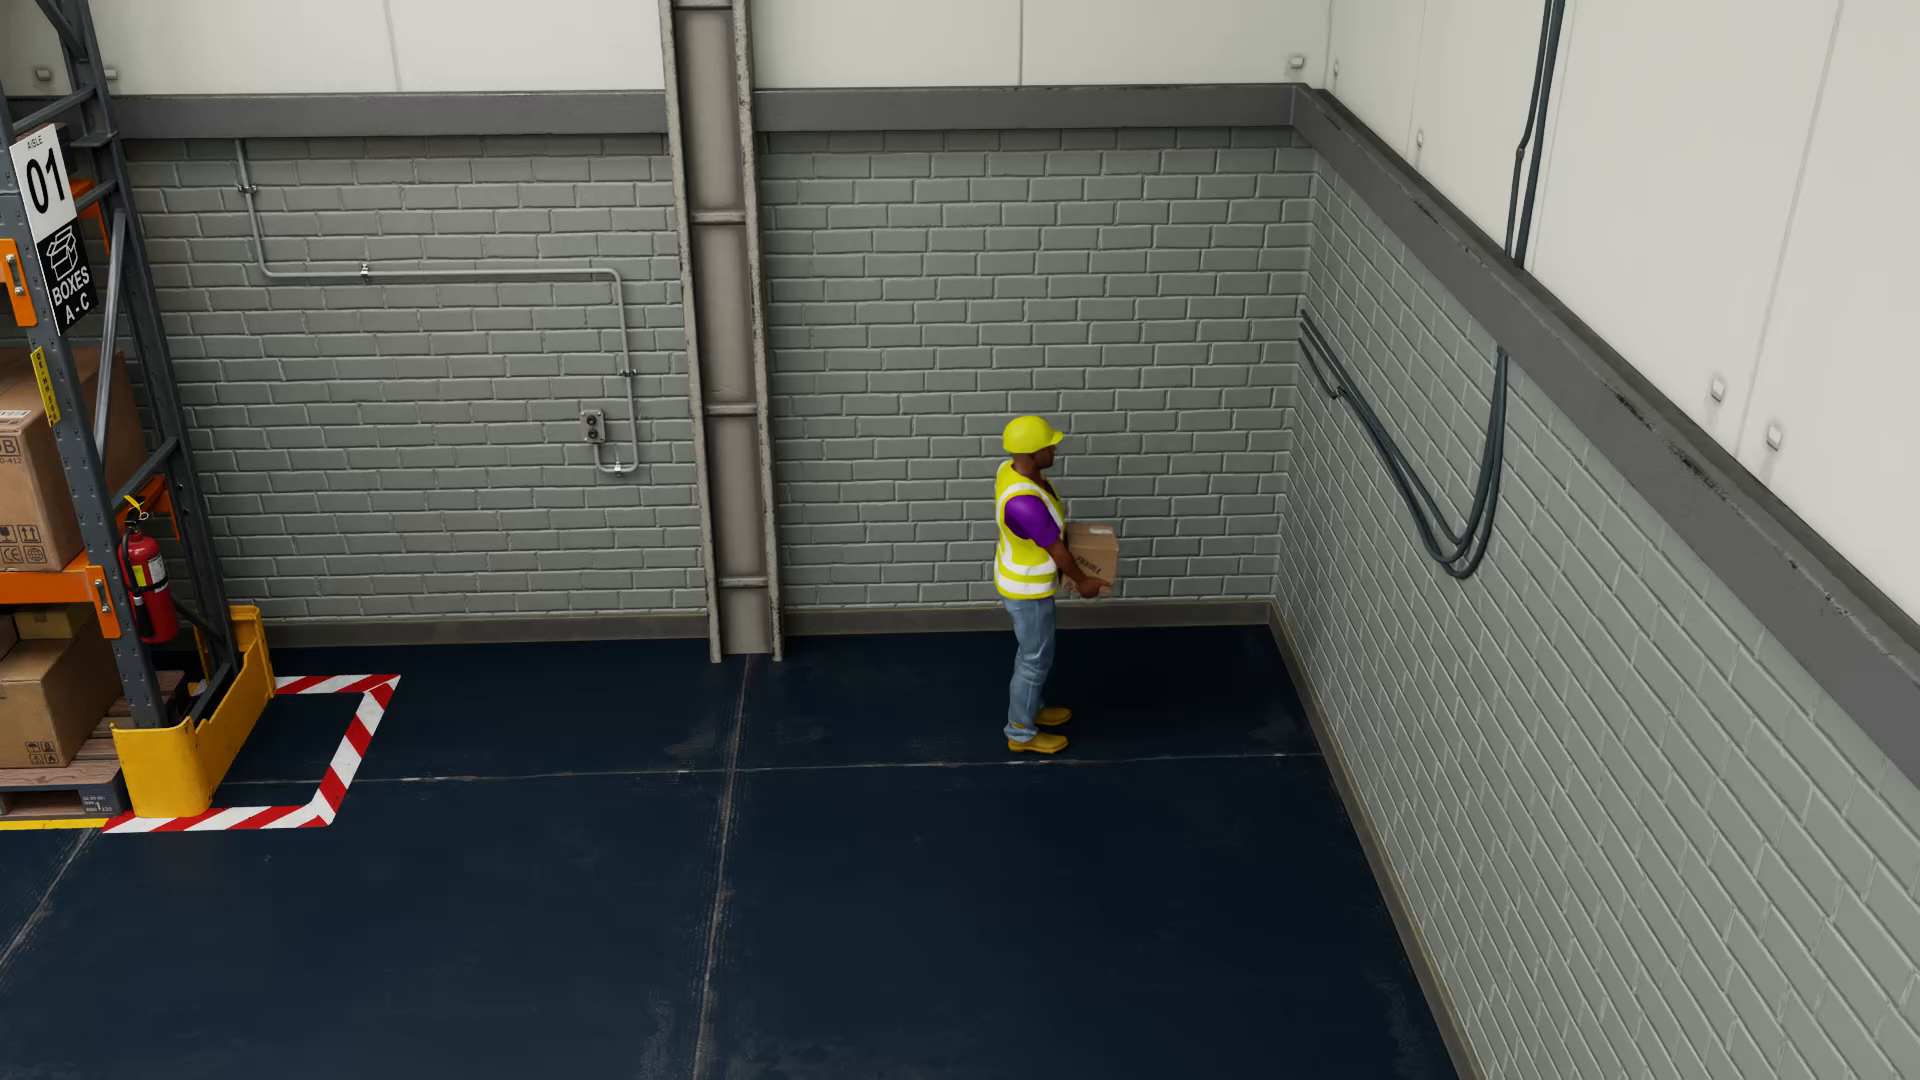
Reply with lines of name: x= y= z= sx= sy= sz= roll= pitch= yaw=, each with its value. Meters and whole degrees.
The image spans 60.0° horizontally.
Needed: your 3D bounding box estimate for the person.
person: x=0.448 y=0.205 z=8.199 sx=0.571 sy=1.762 sz=0.505 roll=-1 pitch=27 yaw=-2
